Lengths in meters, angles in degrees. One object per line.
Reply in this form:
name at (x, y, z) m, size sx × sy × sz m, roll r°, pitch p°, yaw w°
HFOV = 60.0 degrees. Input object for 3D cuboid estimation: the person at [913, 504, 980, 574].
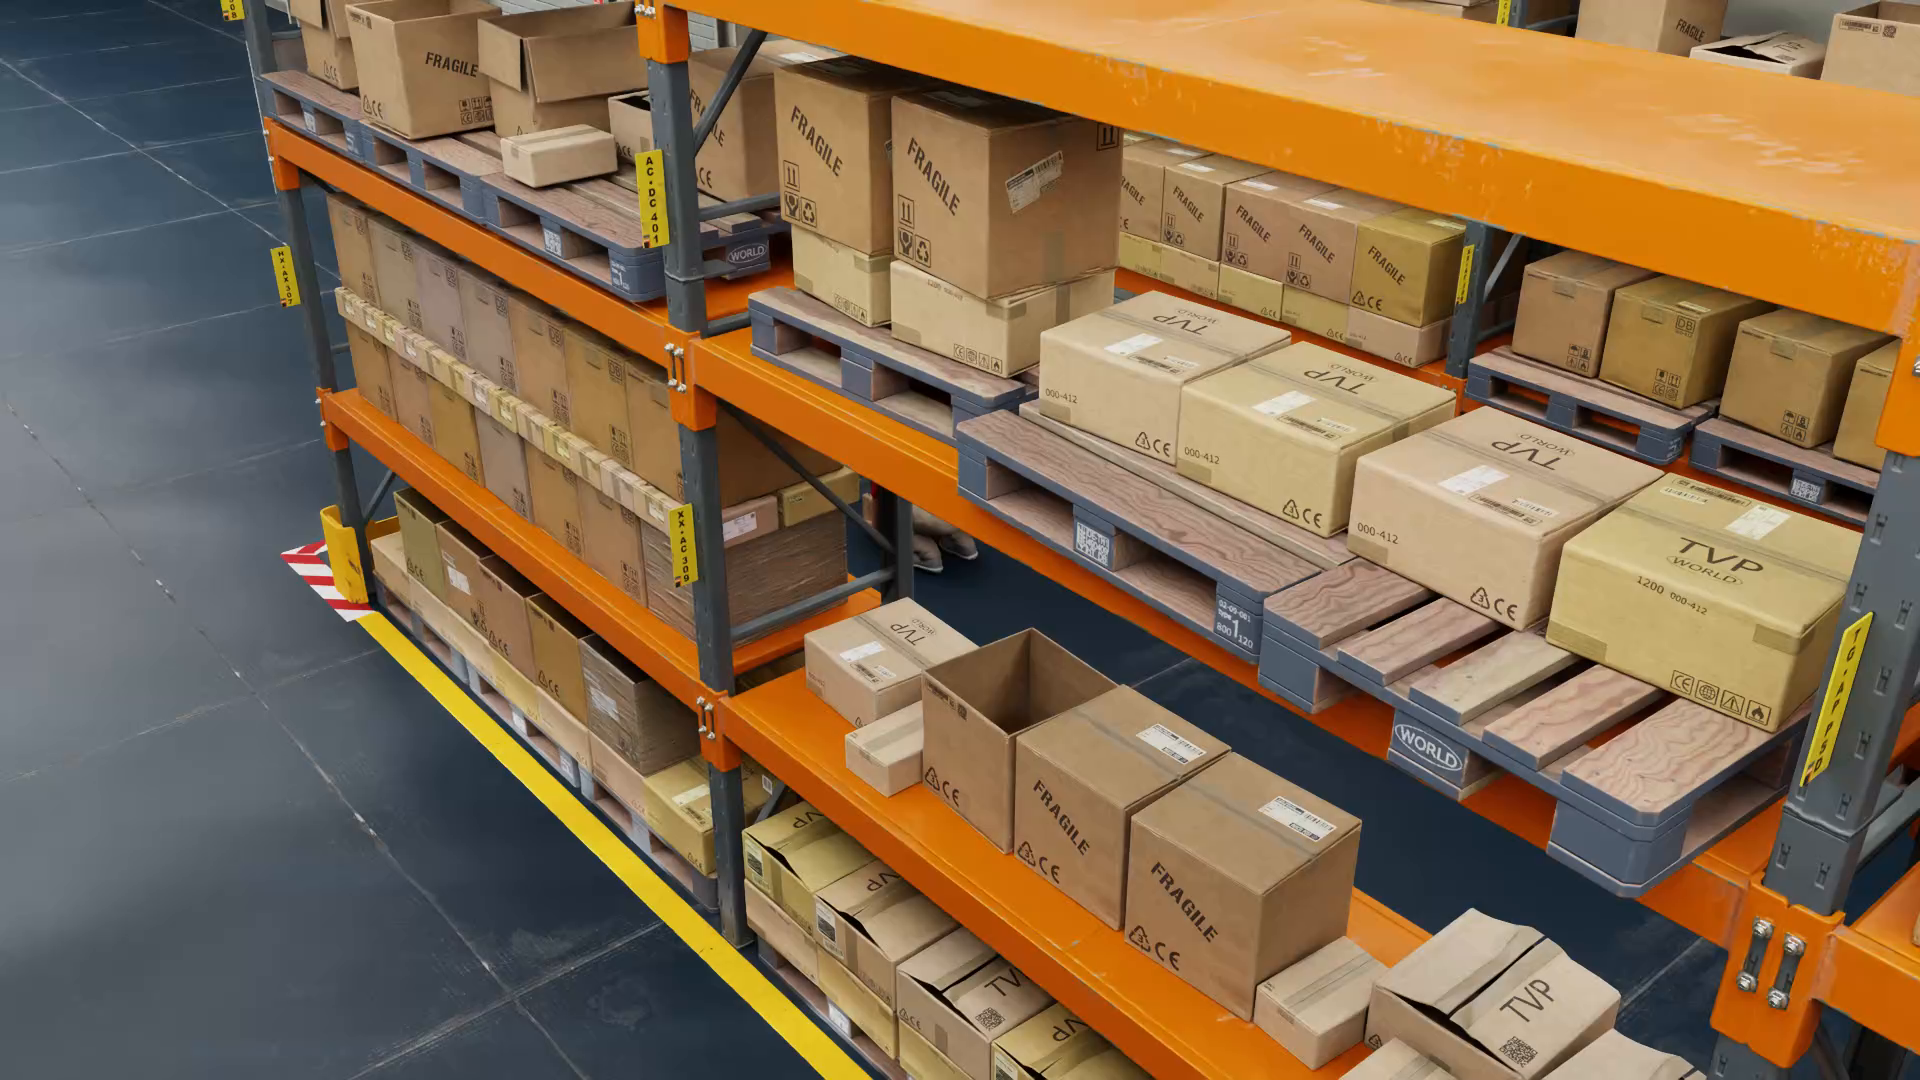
person at (-0.137, -0.653, 9.857) m, size 0.532 × 1.733 × 0.470 m, roll -22°, pitch 35°, yaw -35°
